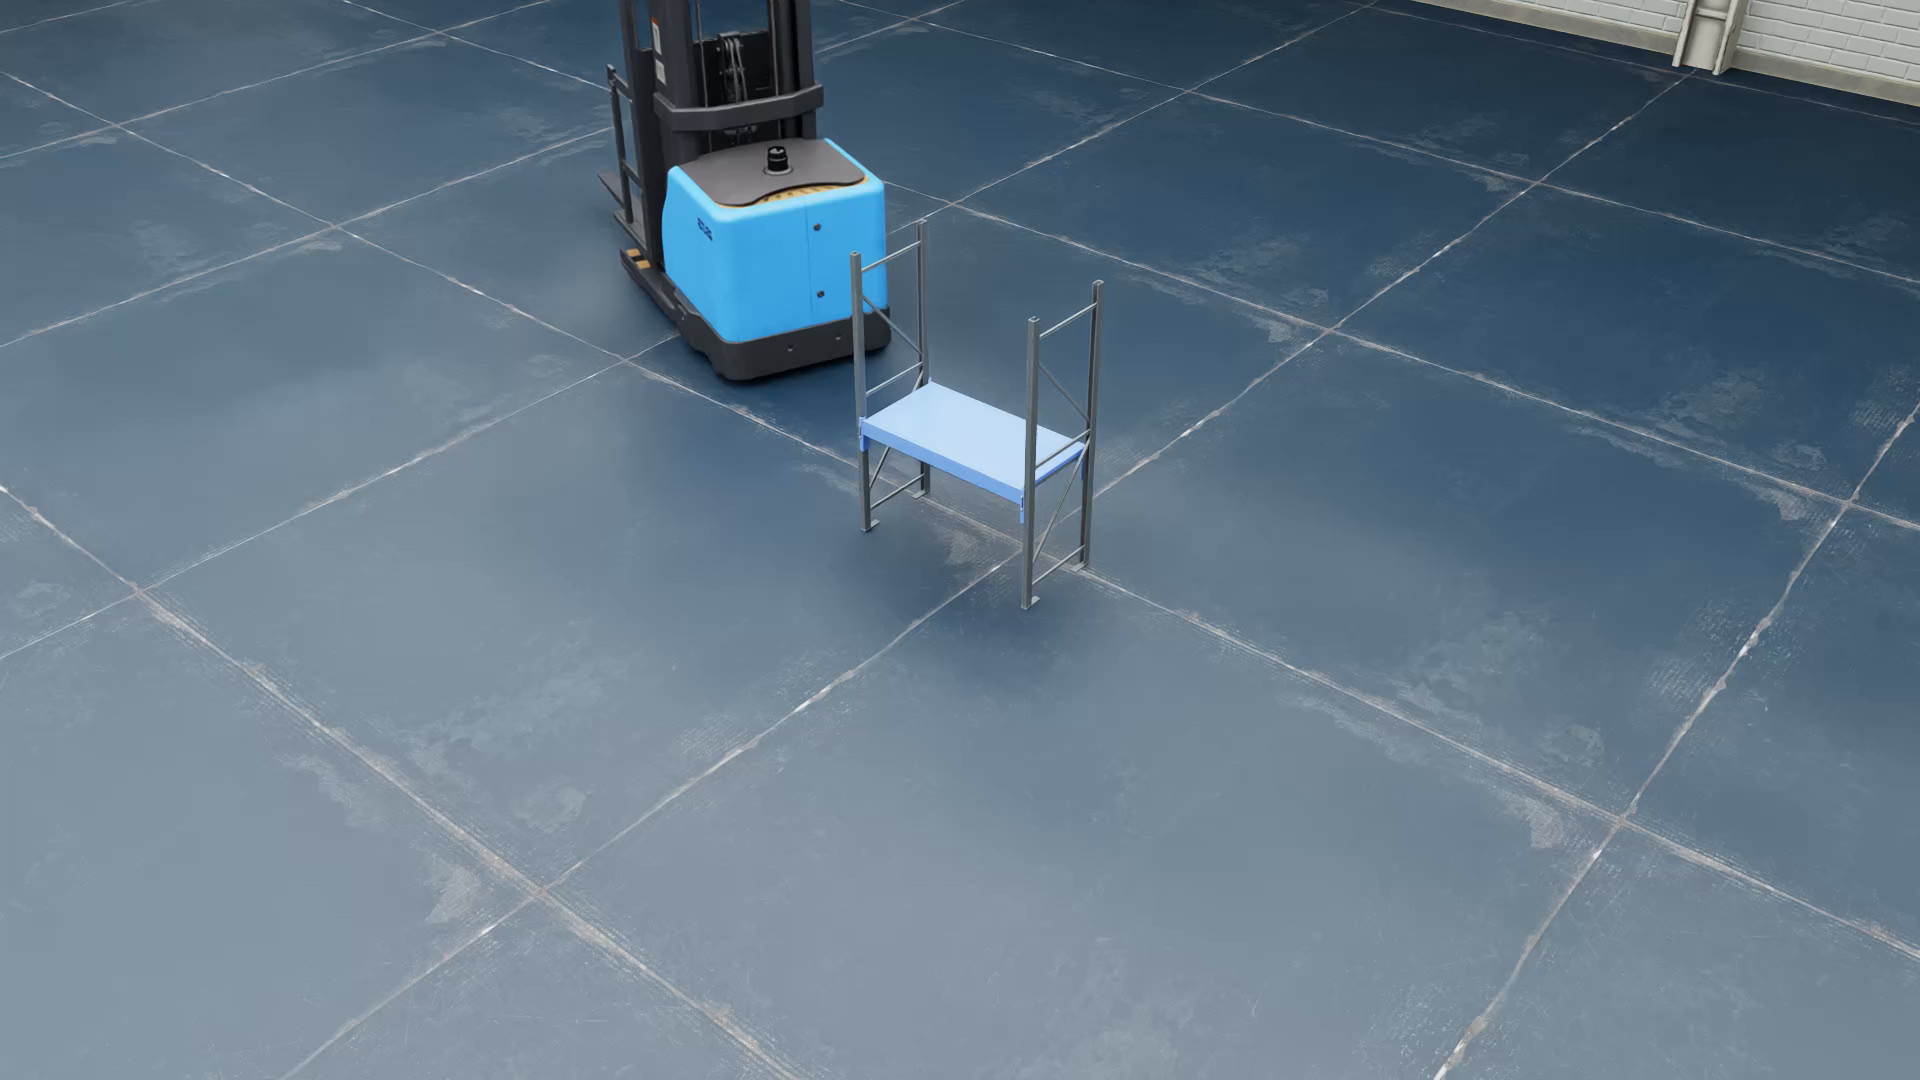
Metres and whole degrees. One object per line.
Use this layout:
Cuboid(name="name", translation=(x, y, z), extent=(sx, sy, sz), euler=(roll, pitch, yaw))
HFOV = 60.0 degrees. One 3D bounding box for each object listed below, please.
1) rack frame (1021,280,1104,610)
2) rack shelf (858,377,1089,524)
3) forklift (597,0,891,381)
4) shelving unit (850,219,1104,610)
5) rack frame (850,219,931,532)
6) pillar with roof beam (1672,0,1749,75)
Cuboid(name="rack frame", translation=(0.456, -0.403, 7.512), extent=(0.032, 1.500, 0.500), euler=(25, 42, 32))
Cuboid(name="rack shelf", translation=(0.066, -0.439, 7.882), extent=(1.000, 0.185, 0.538), euler=(25, 42, 32))
Cuboid(name="forklift", translation=(-1.535, -2.929, 9.926), extent=(1.130, 2.935, 3.031), euler=(-16, 38, -22))
Cuboid(name="shelving unit", translation=(0.066, -0.587, 7.780), extent=(1.048, 1.500, 0.538), euler=(25, 42, 32))
Cuboid(name="rack frame", translation=(-0.325, -0.771, 8.049), extent=(0.032, 1.500, 0.500), euler=(25, 42, 32))
Cuboid(name="pillar with roof beam", translation=(3.538, -5.862, 8.836), extent=(0.400, 9.000, 9.100), euler=(25, 42, 32))
